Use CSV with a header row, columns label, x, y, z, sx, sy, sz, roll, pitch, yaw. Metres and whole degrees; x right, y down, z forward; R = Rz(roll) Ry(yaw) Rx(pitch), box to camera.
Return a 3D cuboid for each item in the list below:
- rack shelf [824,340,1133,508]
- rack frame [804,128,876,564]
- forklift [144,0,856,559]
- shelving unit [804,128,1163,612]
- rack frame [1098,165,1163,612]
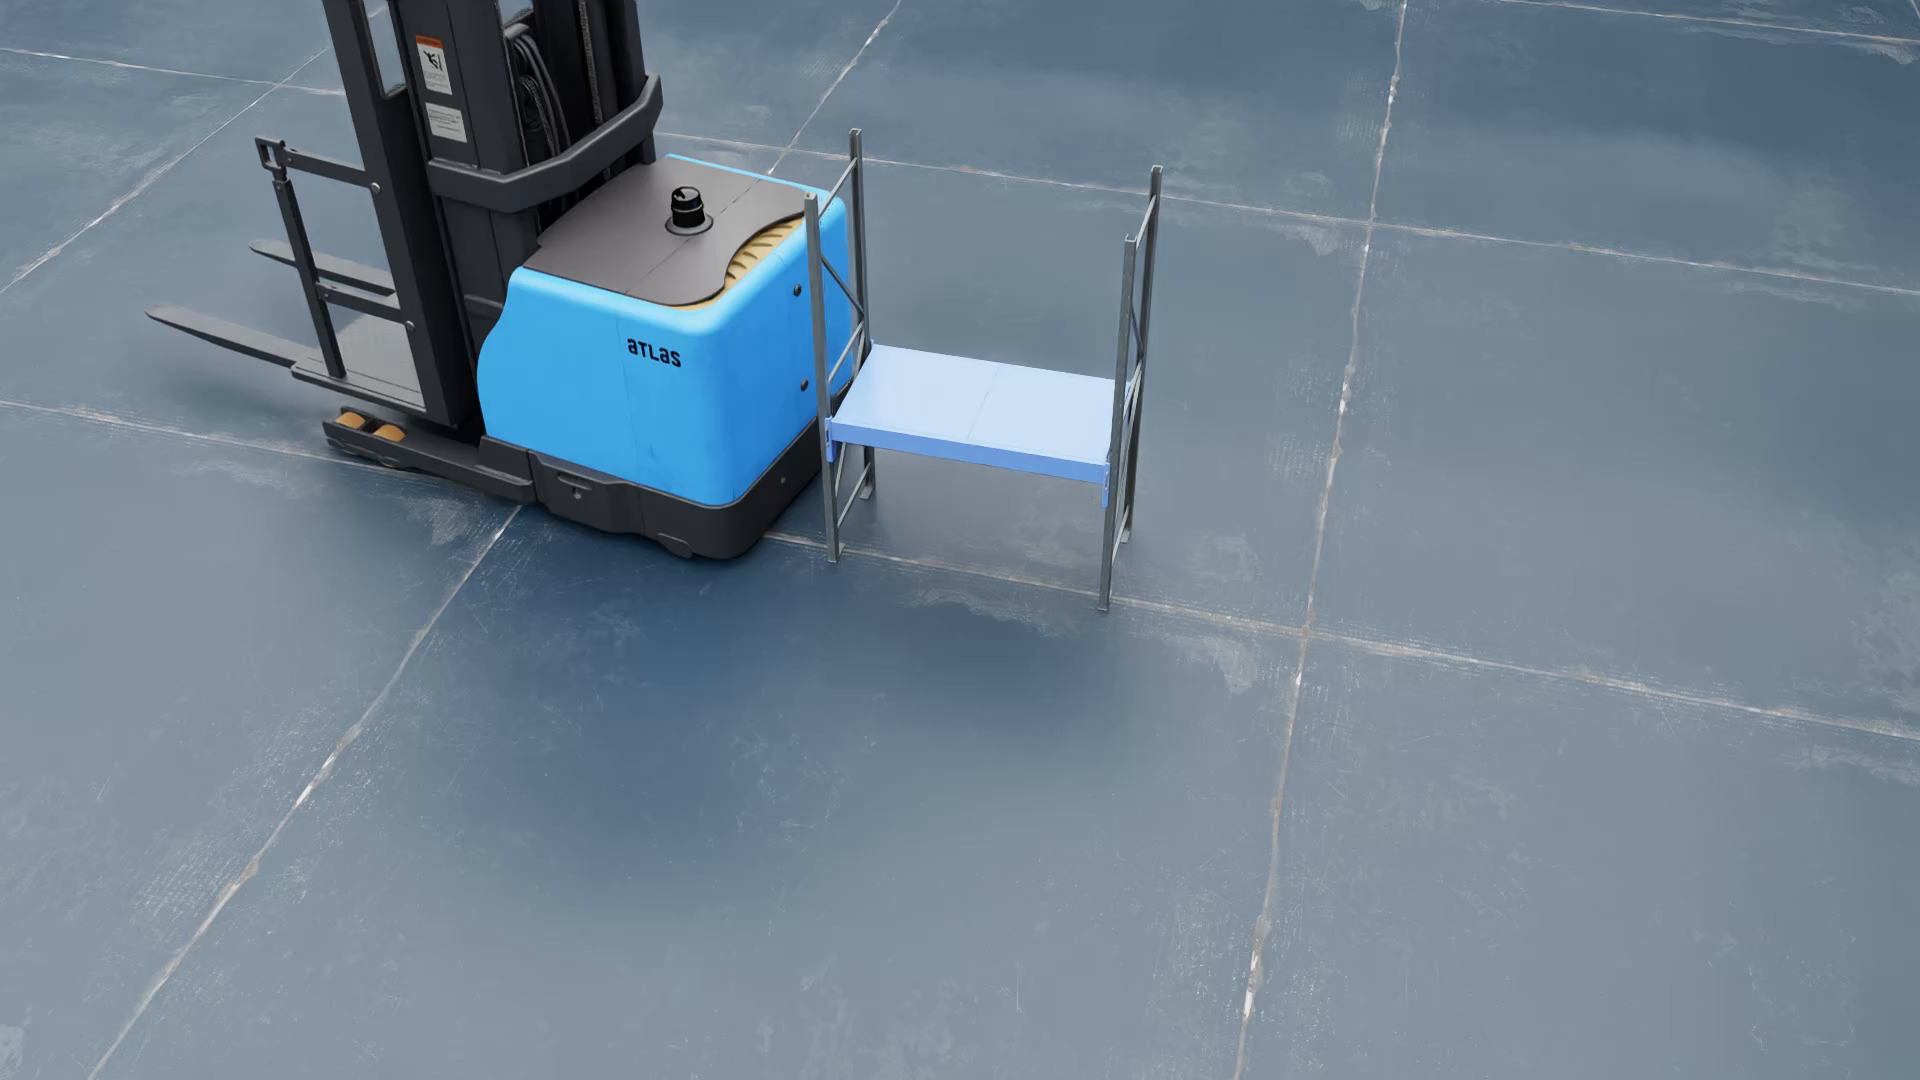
label,x,y,z,sx,sy,sz,roll,pitch,yaw
rack shelf,0.082,-0.422,5.866,1.000,0.185,0.538,10,41,11
rack frame,-0.409,-0.645,5.851,0.032,1.500,0.500,10,41,11
forklift,-1.961,-1.699,5.993,3.031,2.935,1.130,17,43,19
shelving unit,0.082,-0.560,5.751,1.048,1.500,0.538,10,41,11
rack frame,0.573,-0.476,5.650,0.032,1.500,0.500,10,41,11
